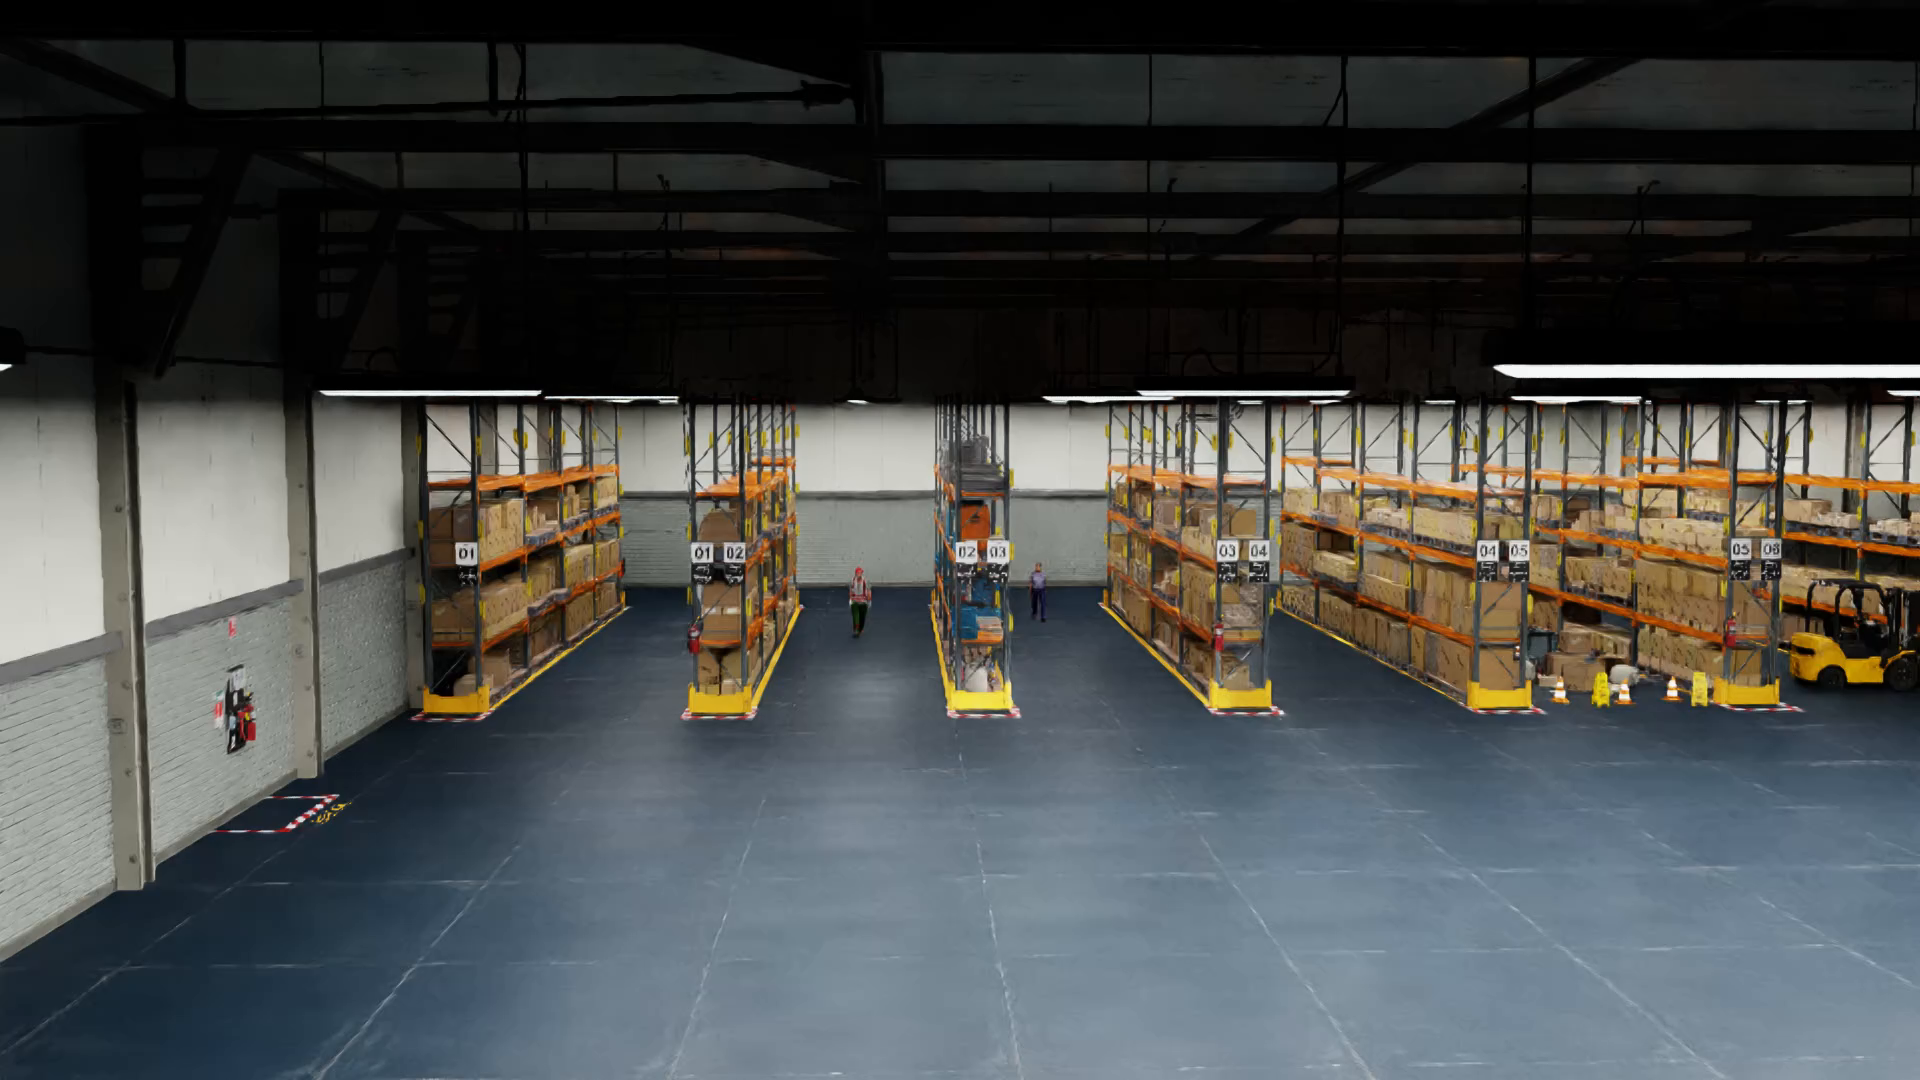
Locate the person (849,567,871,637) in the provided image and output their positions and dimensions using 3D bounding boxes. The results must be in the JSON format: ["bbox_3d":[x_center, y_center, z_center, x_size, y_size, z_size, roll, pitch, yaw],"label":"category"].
[{"bbox_3d":[-2.499,1.530,41.533,0.565,1.736,1.045,0,5,-3],"label":"person"}]

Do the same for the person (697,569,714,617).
[{"bbox_3d":[-6.878,1.280,44.663,0.598,1.698,1.194,0,5,0],"label":"person"}]

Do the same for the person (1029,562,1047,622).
[{"bbox_3d":[2.075,1.375,44.435,0.479,1.555,1.090,0,5,0],"label":"person"}]

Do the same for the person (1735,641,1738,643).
[{"bbox_3d":[16.988,1.884,36.712,0.572,1.759,0.673,3,5,29],"label":"person"}]
